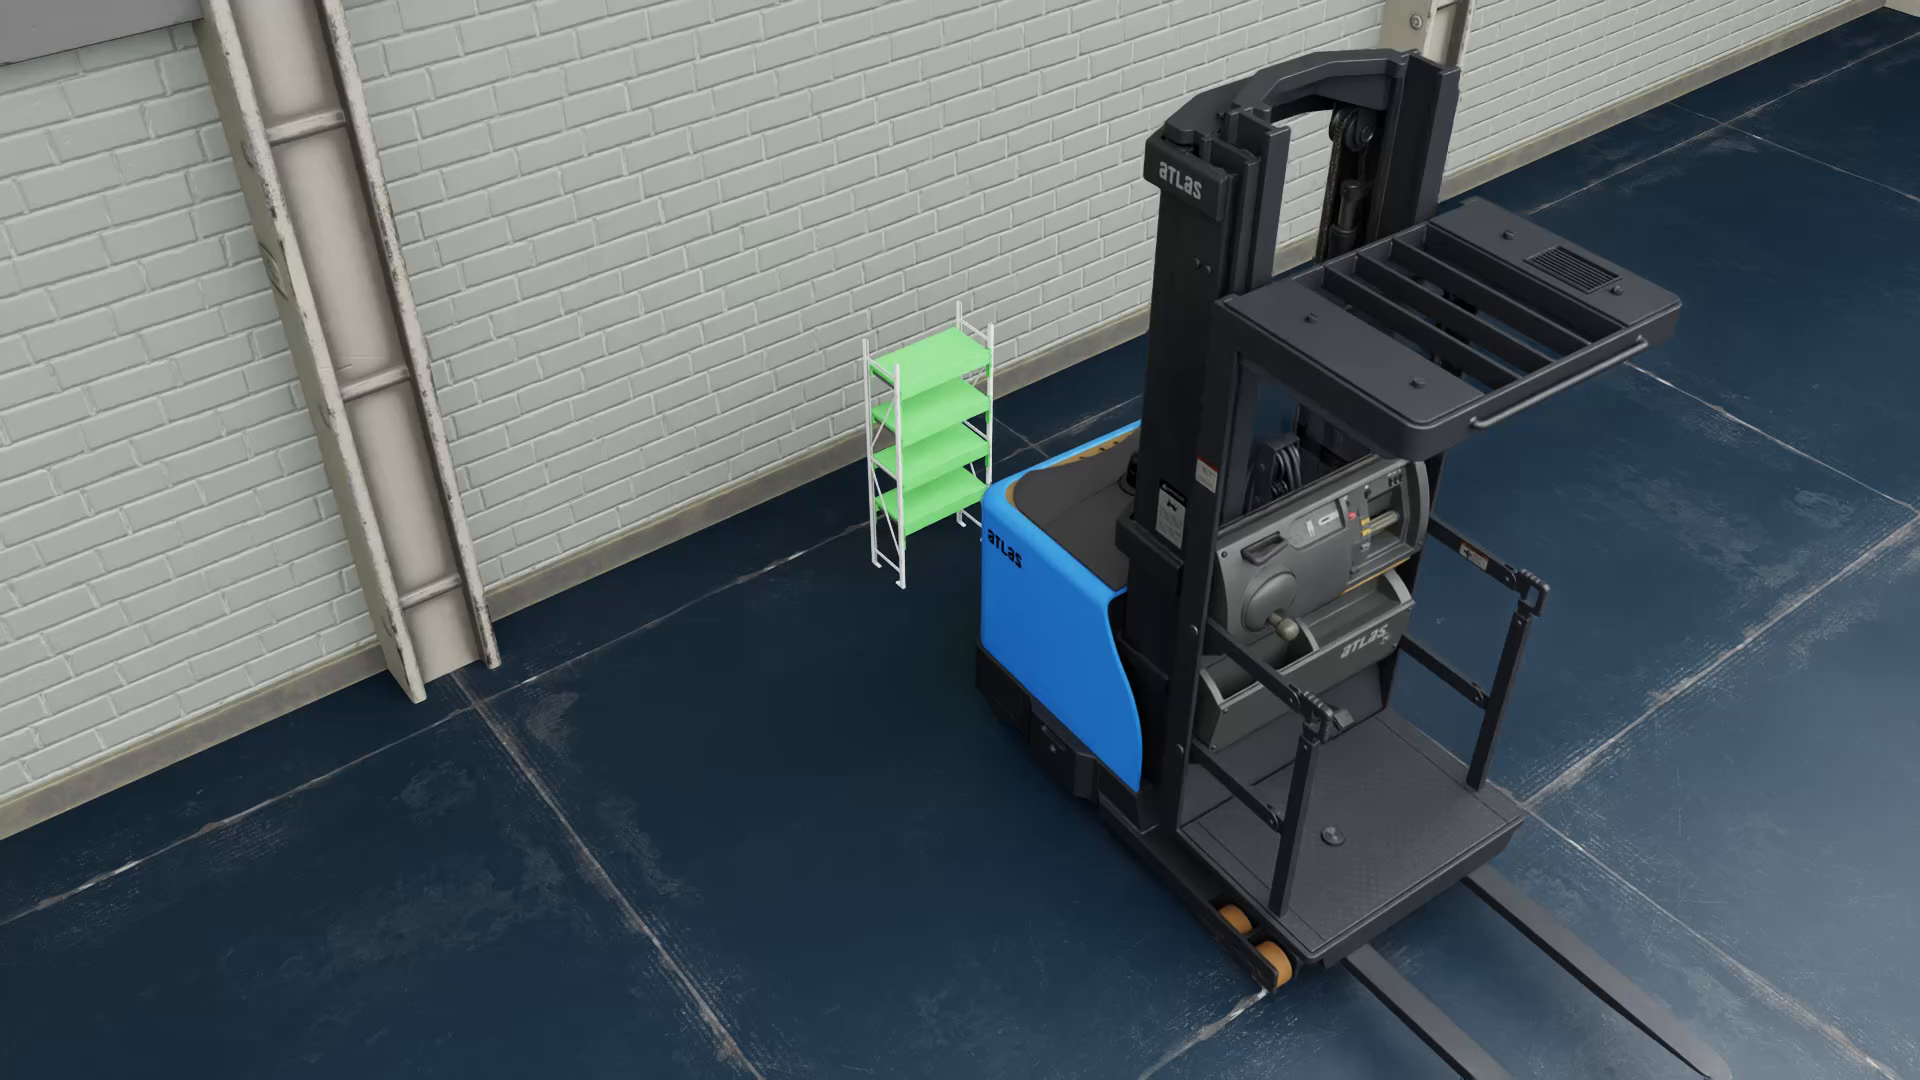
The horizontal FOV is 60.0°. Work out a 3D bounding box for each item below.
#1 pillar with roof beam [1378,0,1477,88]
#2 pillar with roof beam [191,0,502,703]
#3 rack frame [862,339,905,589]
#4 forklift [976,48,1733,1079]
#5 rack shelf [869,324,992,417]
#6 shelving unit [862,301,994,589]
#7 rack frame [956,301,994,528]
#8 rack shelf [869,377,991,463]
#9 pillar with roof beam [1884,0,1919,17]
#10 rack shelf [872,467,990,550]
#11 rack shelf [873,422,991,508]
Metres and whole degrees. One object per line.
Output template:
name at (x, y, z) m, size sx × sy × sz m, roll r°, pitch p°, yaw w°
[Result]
pillar with roof beam at (5.174, -3.104, 4.439) m, size 0.400 × 9.000 × 9.100 m, roll -26°, pitch 46°, yaw -28°
pillar with roof beam at (0.417, -0.785, 1.612) m, size 0.400 × 9.000 × 9.100 m, roll -26°, pitch 46°, yaw -28°
rack frame at (-0.325, -0.306, 7.176) m, size 0.015 × 1.200 × 0.240 m, roll -26°, pitch 46°, yaw -28°
forklift at (1.327, 0.087, 5.333) m, size 1.130 × 2.935 × 3.031 m, roll -24°, pitch 45°, yaw -27°
rack shelf at (-0.131, -0.722, 7.028) m, size 0.480 × 0.148 × 0.258 m, roll -26°, pitch 46°, yaw -28°
shelving unit at (-0.131, -0.400, 7.291) m, size 0.503 × 1.200 × 0.258 m, roll -26°, pitch 46°, yaw -28°
rack frame at (0.062, -0.494, 7.406) m, size 0.015 × 1.200 × 0.240 m, roll -26°, pitch 46°, yaw -28°
rack shelf at (-0.131, -0.536, 7.180) m, size 0.480 × 0.148 × 0.258 m, roll -26°, pitch 46°, yaw -28°
pillar with roof beam at (9.932, -5.423, 7.265) m, size 0.400 × 9.000 × 9.100 m, roll -26°, pitch 46°, yaw -28°
rack shelf at (-0.131, -0.165, 7.484) m, size 0.480 × 0.148 × 0.258 m, roll -26°, pitch 46°, yaw -28°
rack shelf at (-0.131, -0.350, 7.332) m, size 0.480 × 0.148 × 0.258 m, roll -26°, pitch 46°, yaw -28°
